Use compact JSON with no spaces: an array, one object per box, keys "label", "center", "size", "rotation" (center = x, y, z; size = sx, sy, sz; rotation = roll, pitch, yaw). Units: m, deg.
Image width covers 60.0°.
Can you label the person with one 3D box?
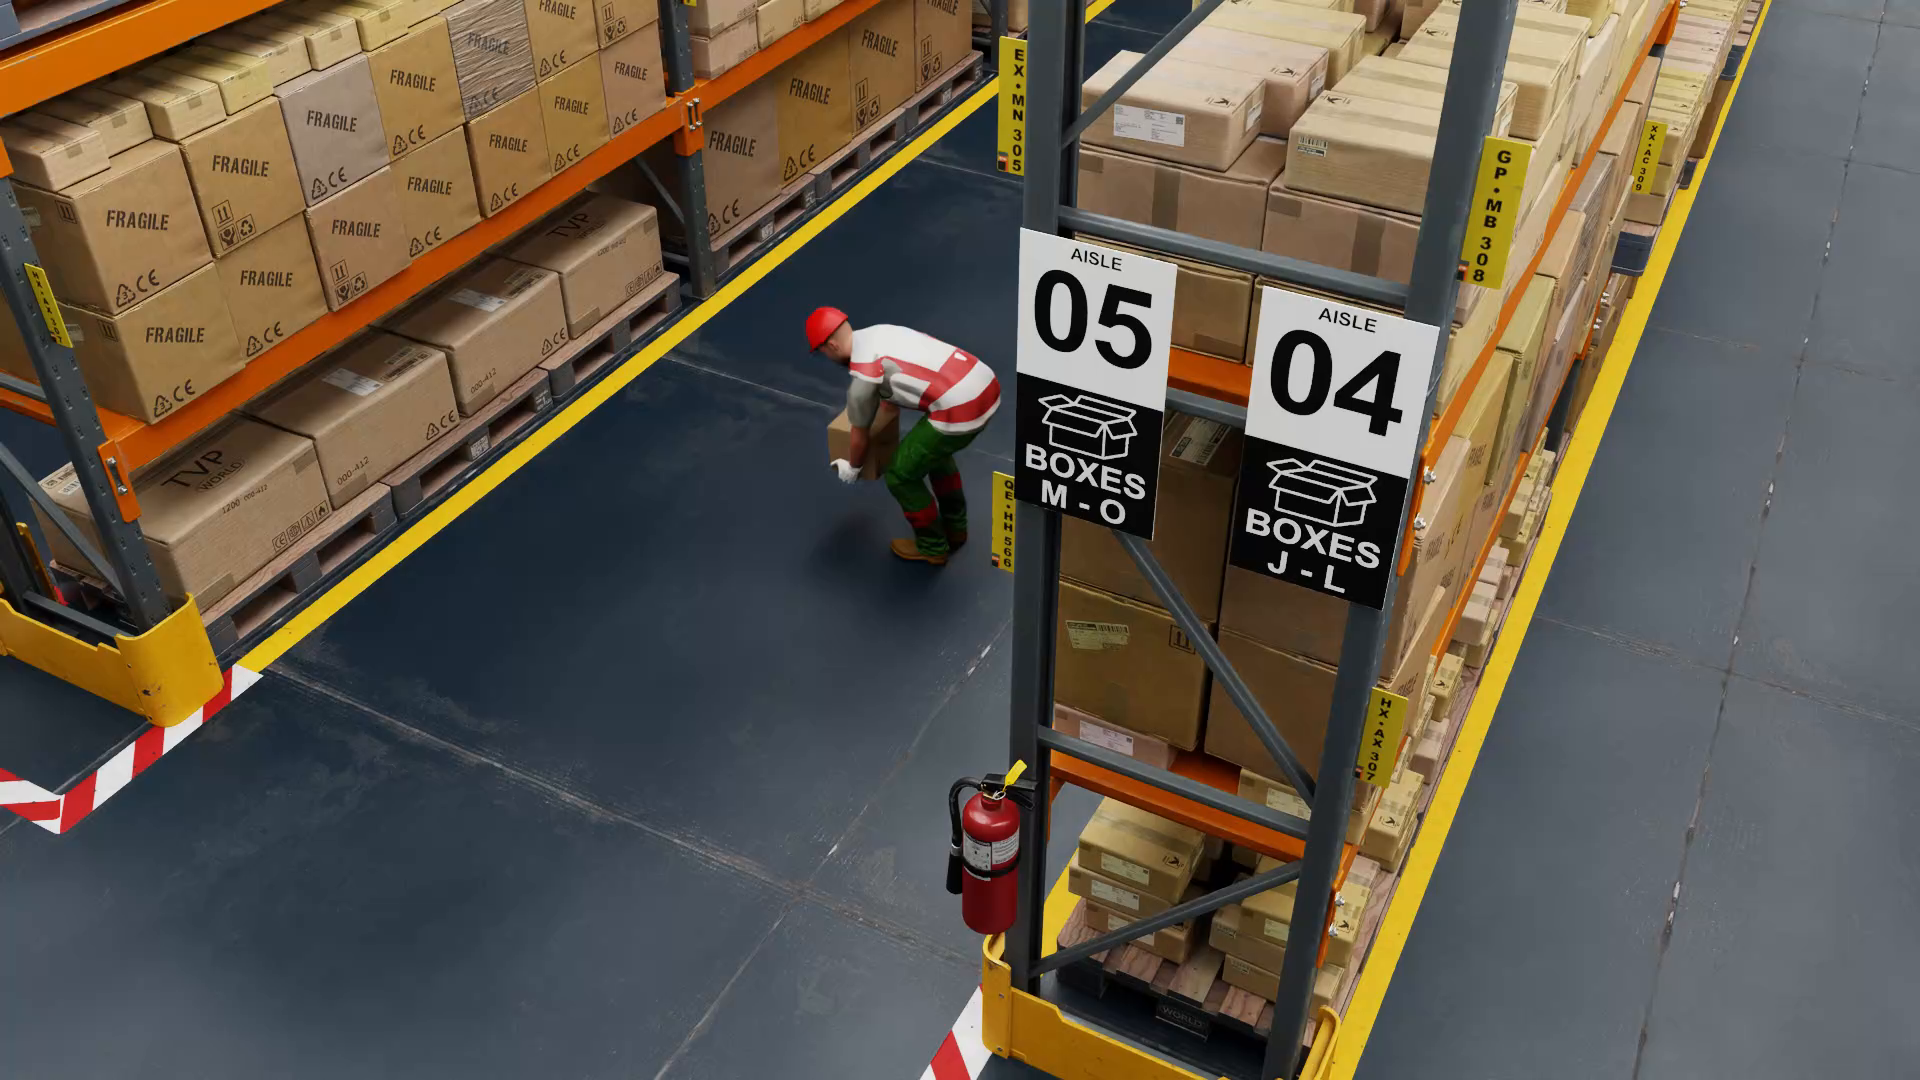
[{"label":"person","center":[-0.274,-0.493,7.843],"size":[0.938,1.207,0.500],"rotation":[16,40,20]}]
